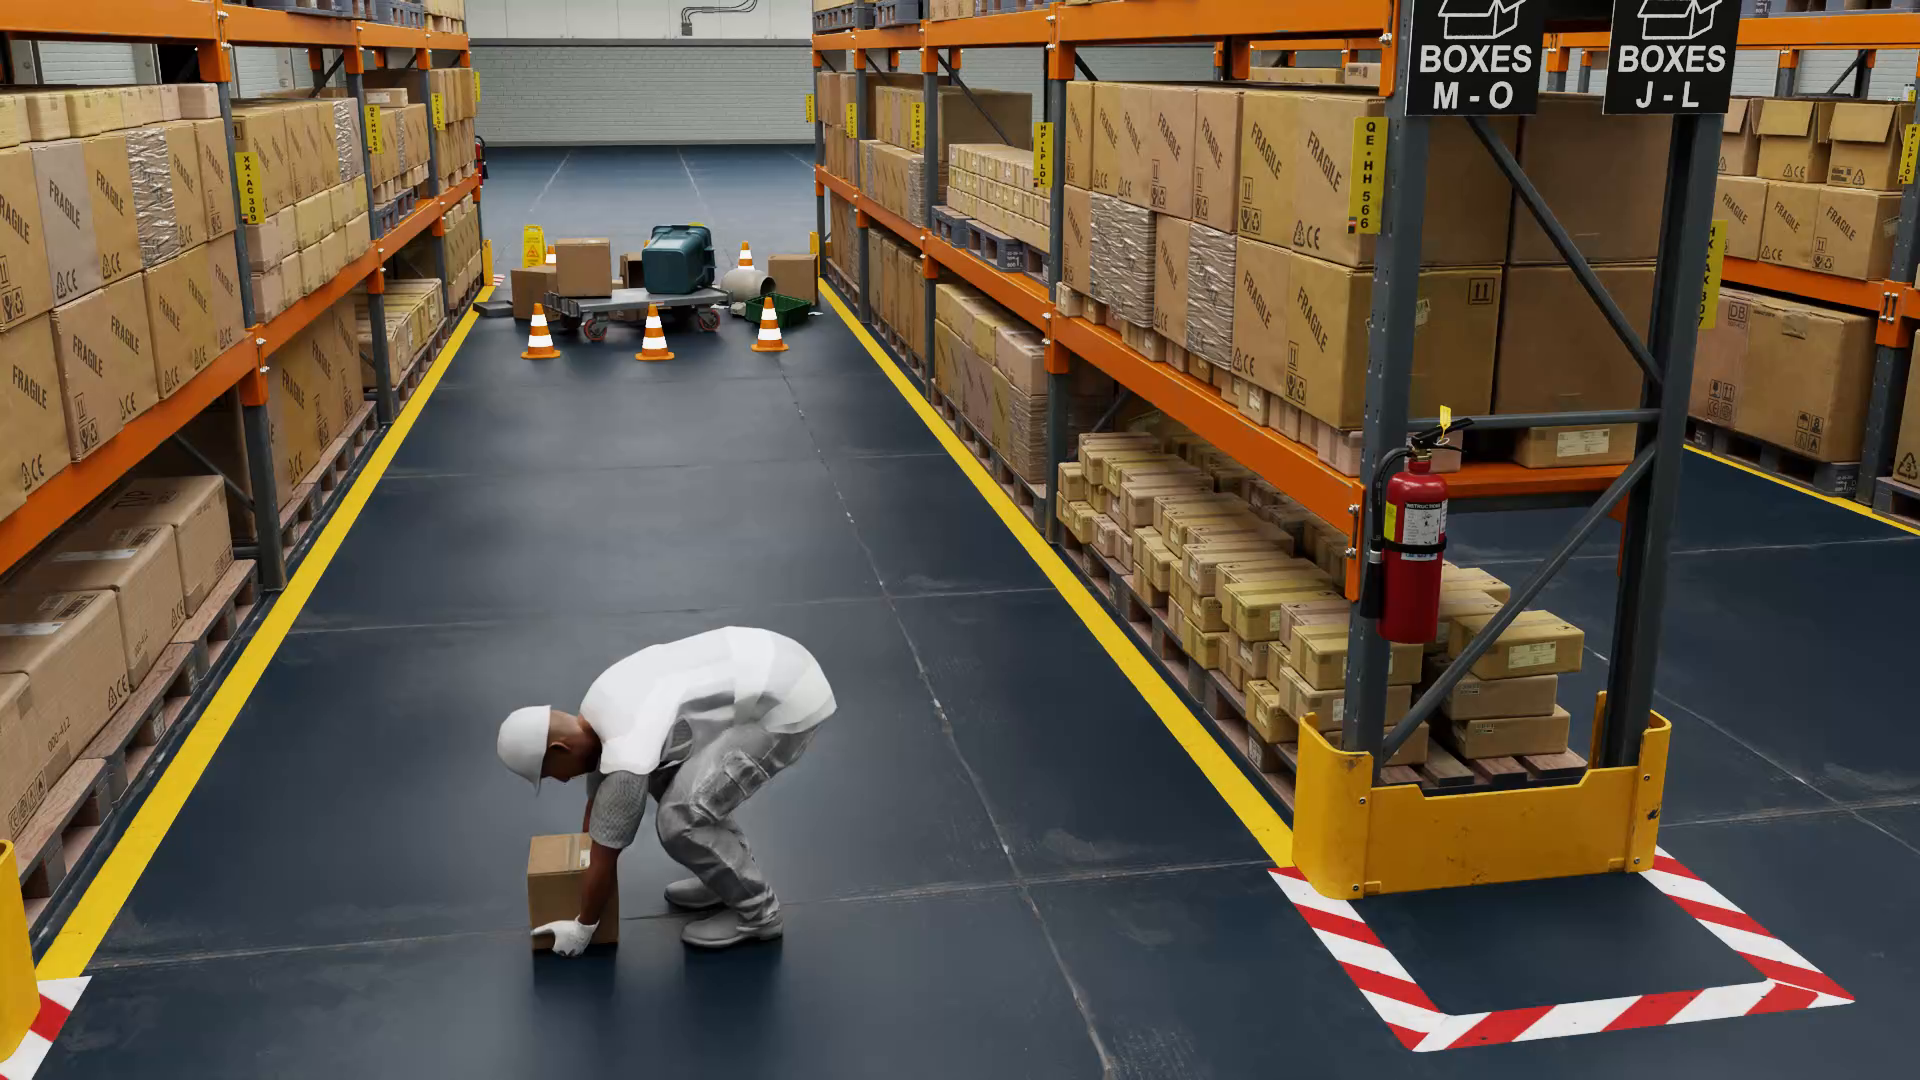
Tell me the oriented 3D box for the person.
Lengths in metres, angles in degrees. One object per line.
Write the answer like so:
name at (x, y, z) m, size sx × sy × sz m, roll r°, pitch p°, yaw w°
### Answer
person at (-0.865, 0.744, 4.994) m, size 0.985 × 0.925 × 0.521 m, roll -4°, pitch 17°, yaw -13°
